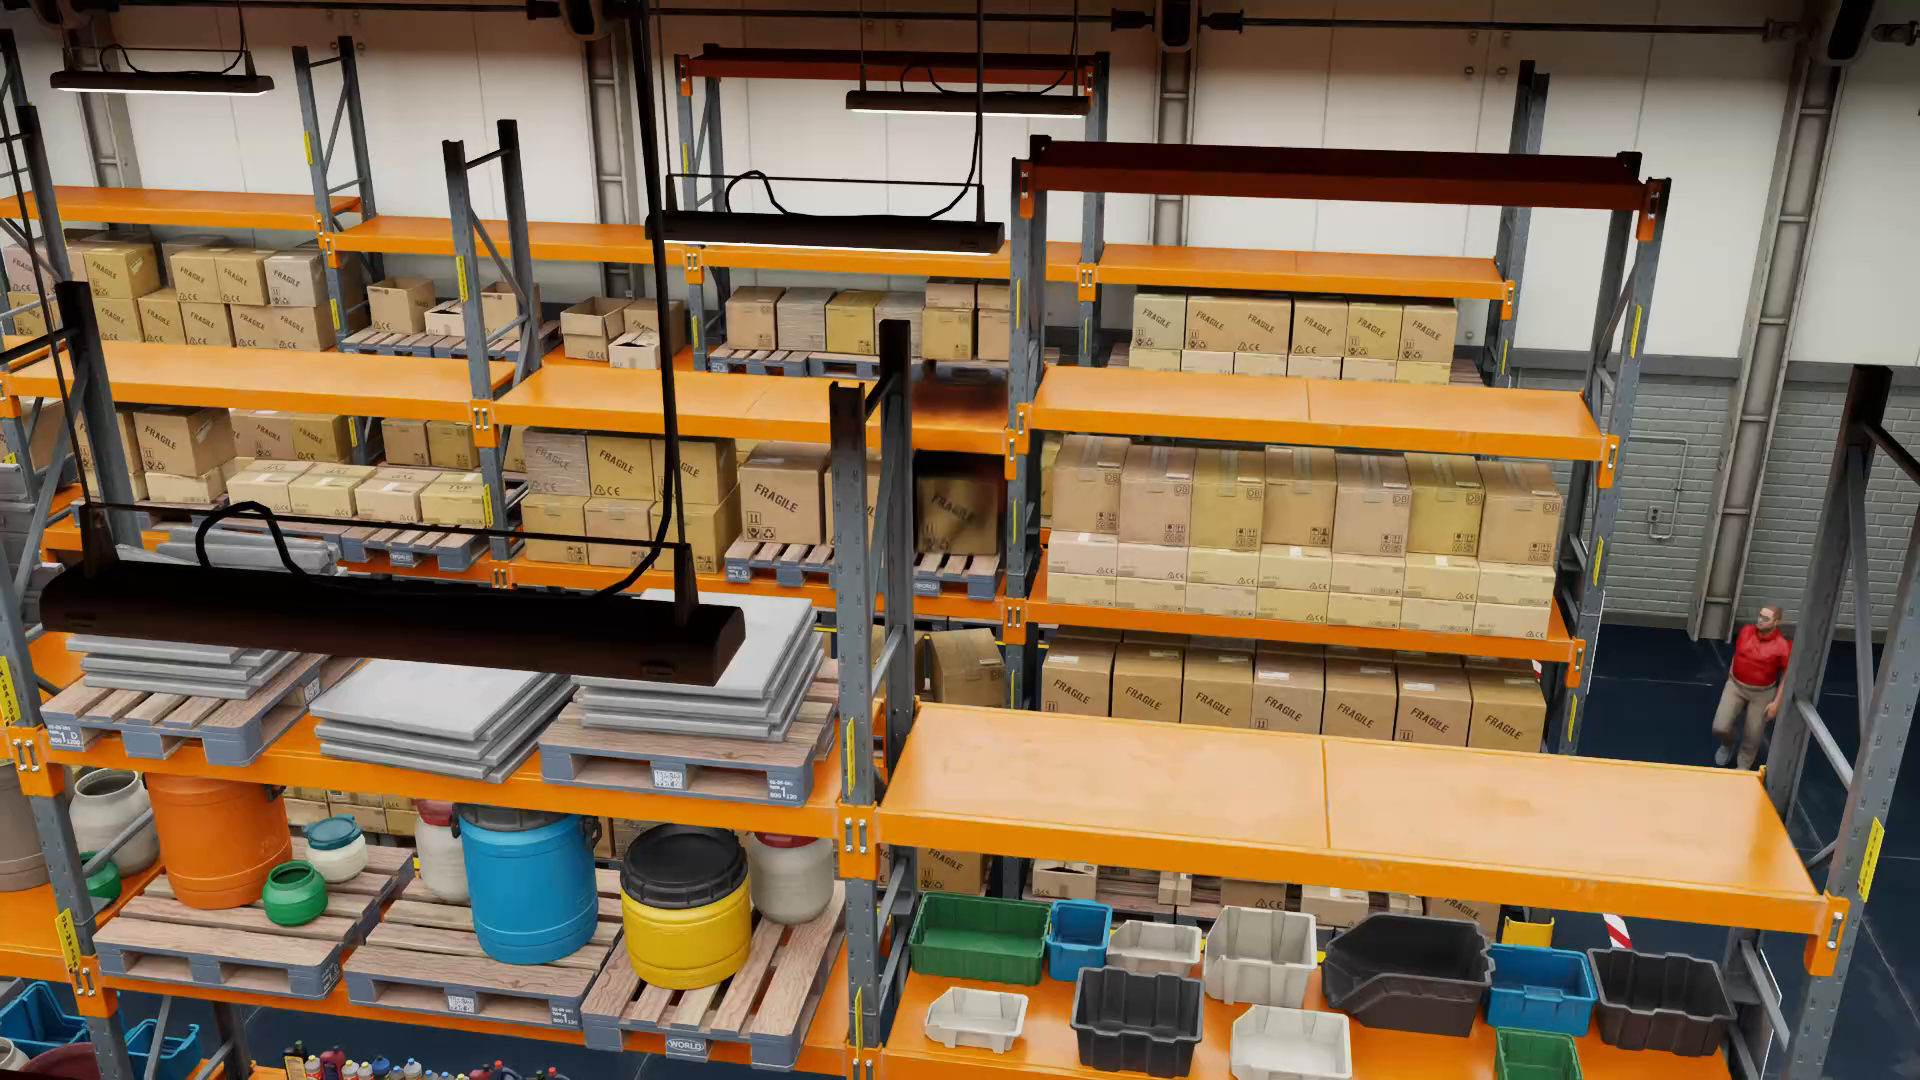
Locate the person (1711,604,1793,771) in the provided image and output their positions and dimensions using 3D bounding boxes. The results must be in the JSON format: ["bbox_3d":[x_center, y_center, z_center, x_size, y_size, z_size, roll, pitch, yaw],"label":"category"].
[{"bbox_3d":[7.130,1.365,14.917,0.553,1.713,0.498,14,27,30],"label":"person"}]
